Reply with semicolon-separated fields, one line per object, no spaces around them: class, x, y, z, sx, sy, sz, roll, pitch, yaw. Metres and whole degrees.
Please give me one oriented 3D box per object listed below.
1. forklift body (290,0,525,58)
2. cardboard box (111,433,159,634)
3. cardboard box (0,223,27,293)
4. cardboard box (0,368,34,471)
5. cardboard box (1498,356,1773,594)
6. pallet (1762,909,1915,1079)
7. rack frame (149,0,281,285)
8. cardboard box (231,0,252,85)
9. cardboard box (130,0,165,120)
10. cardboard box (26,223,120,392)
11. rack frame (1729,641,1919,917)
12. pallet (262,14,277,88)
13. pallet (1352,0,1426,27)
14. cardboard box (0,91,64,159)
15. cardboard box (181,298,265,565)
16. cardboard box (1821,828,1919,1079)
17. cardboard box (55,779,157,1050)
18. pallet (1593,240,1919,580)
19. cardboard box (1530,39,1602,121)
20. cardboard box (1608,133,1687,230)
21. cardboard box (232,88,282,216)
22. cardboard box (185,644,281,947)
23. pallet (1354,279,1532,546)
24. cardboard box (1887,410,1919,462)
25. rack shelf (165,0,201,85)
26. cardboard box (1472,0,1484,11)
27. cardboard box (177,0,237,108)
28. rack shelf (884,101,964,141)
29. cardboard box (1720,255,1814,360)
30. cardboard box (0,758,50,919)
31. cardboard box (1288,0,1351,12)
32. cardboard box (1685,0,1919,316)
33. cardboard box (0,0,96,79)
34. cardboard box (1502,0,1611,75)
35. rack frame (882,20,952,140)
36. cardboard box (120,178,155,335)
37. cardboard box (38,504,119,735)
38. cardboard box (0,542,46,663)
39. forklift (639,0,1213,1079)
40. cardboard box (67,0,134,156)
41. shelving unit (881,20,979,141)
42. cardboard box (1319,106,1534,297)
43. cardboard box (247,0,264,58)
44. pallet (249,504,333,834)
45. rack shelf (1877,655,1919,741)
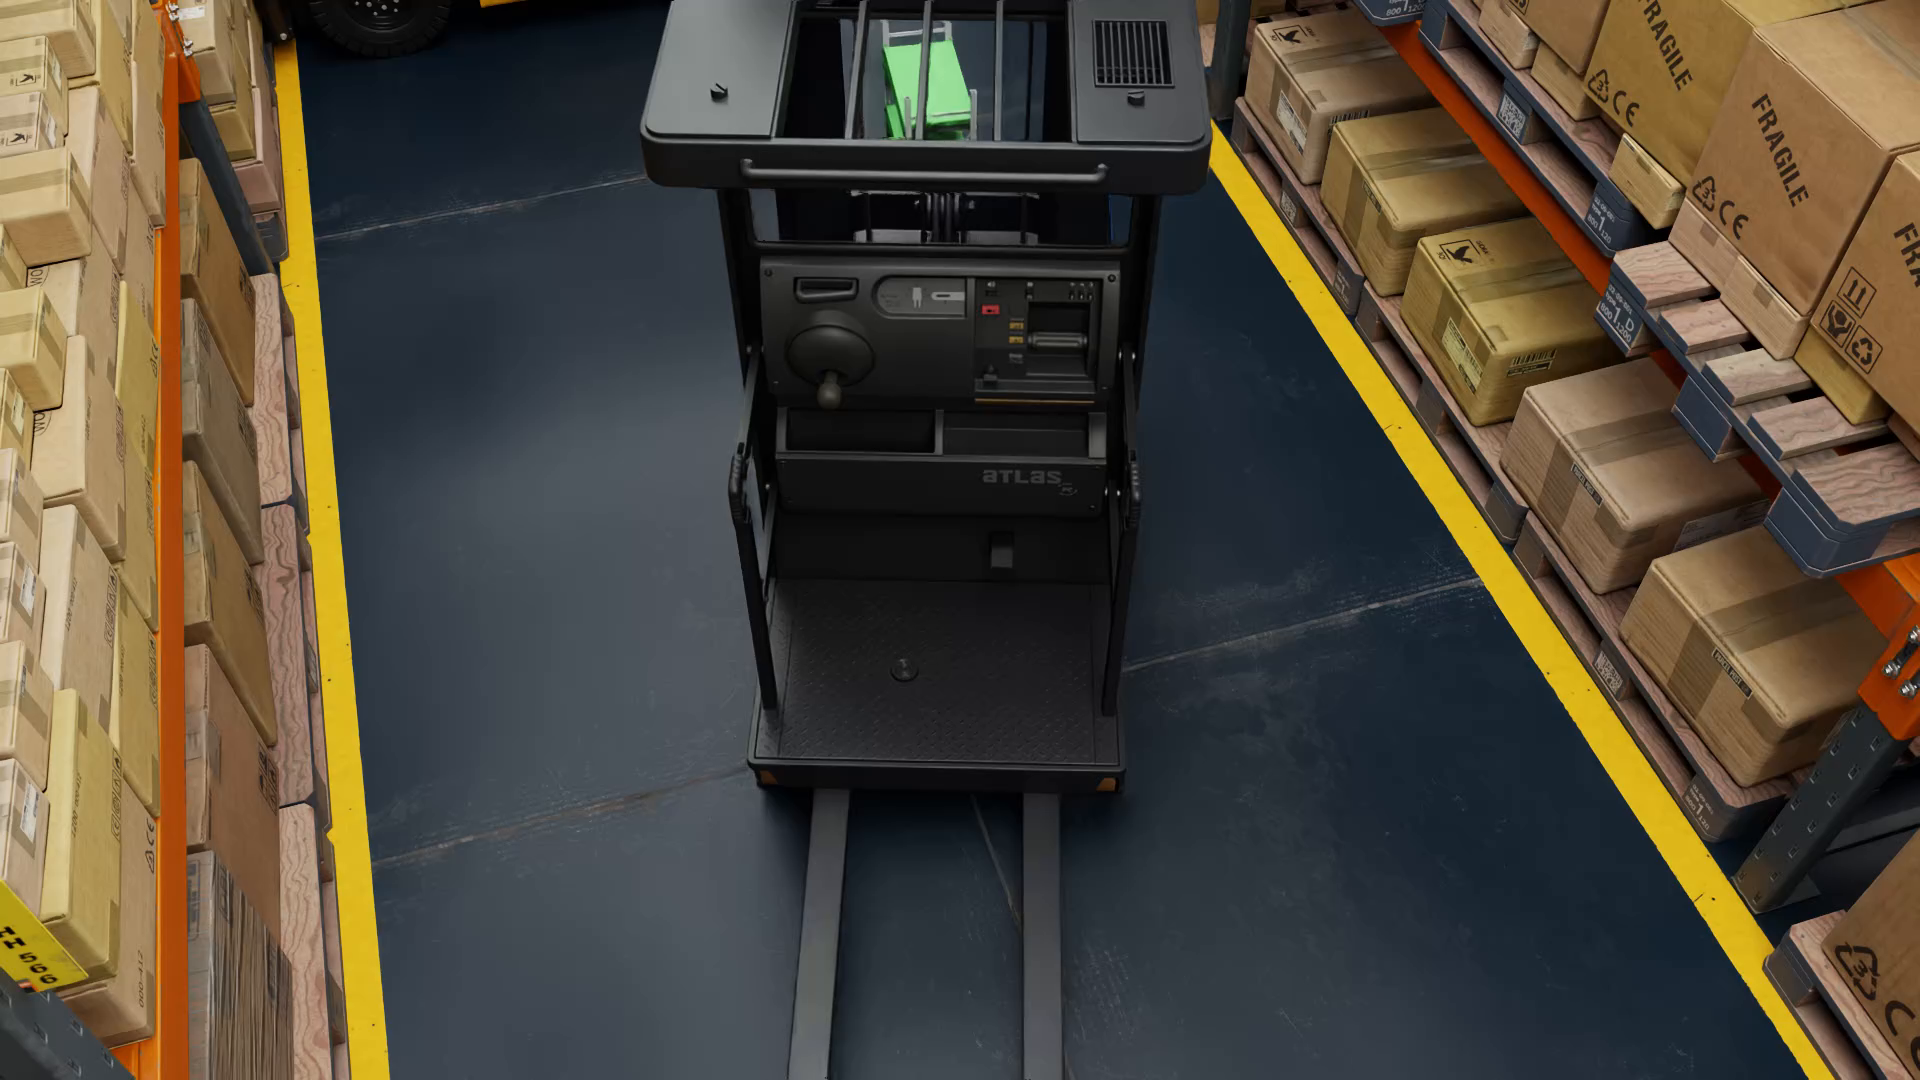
forklift body;-2.038;-3.504;7.297;2.313;2.155;1.214;-13;51;-11
cardboard box;-2.177;0.019;3.870;0.500;0.250;0.500;-15;51;-12
cardboard box;-2.350;-0.556;3.767;0.380;0.149;0.250;-13;51;-11
cardboard box;-2.162;-0.189;3.458;0.380;0.149;0.250;-13;51;-11
cardboard box;2.381;-0.272;5.462;0.950;0.372;0.625;-14;51;-12
pallet;2.926;1.460;4.381;1.003;0.211;1.213;-13;51;-11
rack frame;-3.159;-1.828;5.329;1.000;3.000;0.127;-13;51;-11
cardboard box;-3.158;-2.029;6.695;0.500;0.250;0.500;-14;51;-11
cardboard box;-2.760;-1.471;5.126;0.500;0.250;0.500;-12;51;-10
cardboard box;-2.334;-0.519;3.996;0.500;0.250;0.500;-13;51;-10
rack frame;2.765;-0.032;3.815;1.000;3.000;0.127;-13;51;-11
pallet;-3.719;-2.413;7.646;1.003;0.211;1.213;-13;51;-11
pallet;1.669;-2.300;5.853;1.003;0.211;1.213;-13;51;-11
cardboard box;-2.440;-0.944;4.094;0.380;0.149;0.250;-13;51;-11
cardboard box;-2.772;-0.251;5.278;0.875;0.625;0.625;-14;51;-11
cardboard box;2.889;1.041;4.026;0.875;0.875;0.875;-14;51;-11
cardboard box;-1.874;0.762;3.244;0.500;0.250;0.500;-13;51;-11
pallet;2.452;-0.466;4.307;1.213;0.211;1.003;-13;51;-11
cardboard box;1.909;-1.386;4.846;0.380;0.149;0.250;-15;51;-12
cardboard box;2.016;-1.009;4.529;0.380;0.149;0.250;-13;51;-10
cardboard box;-2.986;-1.506;6.581;0.500;0.250;0.500;-13;51;-11
cardboard box;-2.348;0.789;4.401;0.875;0.625;0.625;-12;51;-10
pallet;2.178;-0.594;6.112;1.003;0.211;1.213;-13;51;-11
cardboard box;2.443;-0.272;3.907;0.380;0.149;0.250;-12;51;-10
rack shelf;-3.750;-3.057;6.836;1.077;0.370;4.000;-13;51;-11
cardboard box;1.773;-1.780;5.178;0.380;0.149;0.250;-13;51;-11
cardboard box;-3.002;-1.824;6.196;0.500;0.250;0.500;-14;51;-12
rack shelf;-0.105;-1.365;5.885;0.258;0.148;0.480;-8;50;-7
cardboard box;2.177;-0.626;4.205;0.380;0.149;0.250;-14;51;-11
cardboard box;-1.789;0.552;2.833;0.380;0.149;0.250;-12;51;-10
cardboard box;1.665;-2.694;7.583;0.500;0.250;0.500;-15;52;-13
cardboard box;2.201;-0.940;4.046;0.500;0.500;0.500;-14;51;-12
cardboard box;-2.526;-1.333;4.422;0.380;0.149;0.250;-15;51;-12
cardboard box;1.890;-1.707;4.692;0.500;0.500;0.500;-15;52;-12
rack frame;-0.149;-1.435;6.175;0.240;1.200;0.015;-8;50;-7
cardboard box;-2.488;-0.736;4.506;0.500;0.250;0.500;-13;51;-11
cardboard box;-2.021;0.235;3.361;0.500;0.250;0.500;-12;51;-10
cardboard box;-1.970;0.176;3.150;0.380;0.149;0.250;-12;51;-10
forklift;-0.056;-0.430;4.196;1.130;2.935;3.031;1;50;1
cardboard box;-2.610;-1.266;4.627;0.500;0.250;0.500;-15;51;-12
shelving unit;-0.105;-1.252;6.020;0.258;1.200;0.503;-8;50;-7
cardboard box;1.955;-1.335;6.357;0.950;0.372;0.625;-10;51;-9
cardboard box;-3.317;-2.245;7.204;0.500;0.250;0.500;-13;51;-10
pallet;-2.539;0.492;5.197;1.003;0.211;1.213;-13;51;-11
rack shelf;3.356;1.661;2.859;1.077;0.370;4.000;-13;51;-11
